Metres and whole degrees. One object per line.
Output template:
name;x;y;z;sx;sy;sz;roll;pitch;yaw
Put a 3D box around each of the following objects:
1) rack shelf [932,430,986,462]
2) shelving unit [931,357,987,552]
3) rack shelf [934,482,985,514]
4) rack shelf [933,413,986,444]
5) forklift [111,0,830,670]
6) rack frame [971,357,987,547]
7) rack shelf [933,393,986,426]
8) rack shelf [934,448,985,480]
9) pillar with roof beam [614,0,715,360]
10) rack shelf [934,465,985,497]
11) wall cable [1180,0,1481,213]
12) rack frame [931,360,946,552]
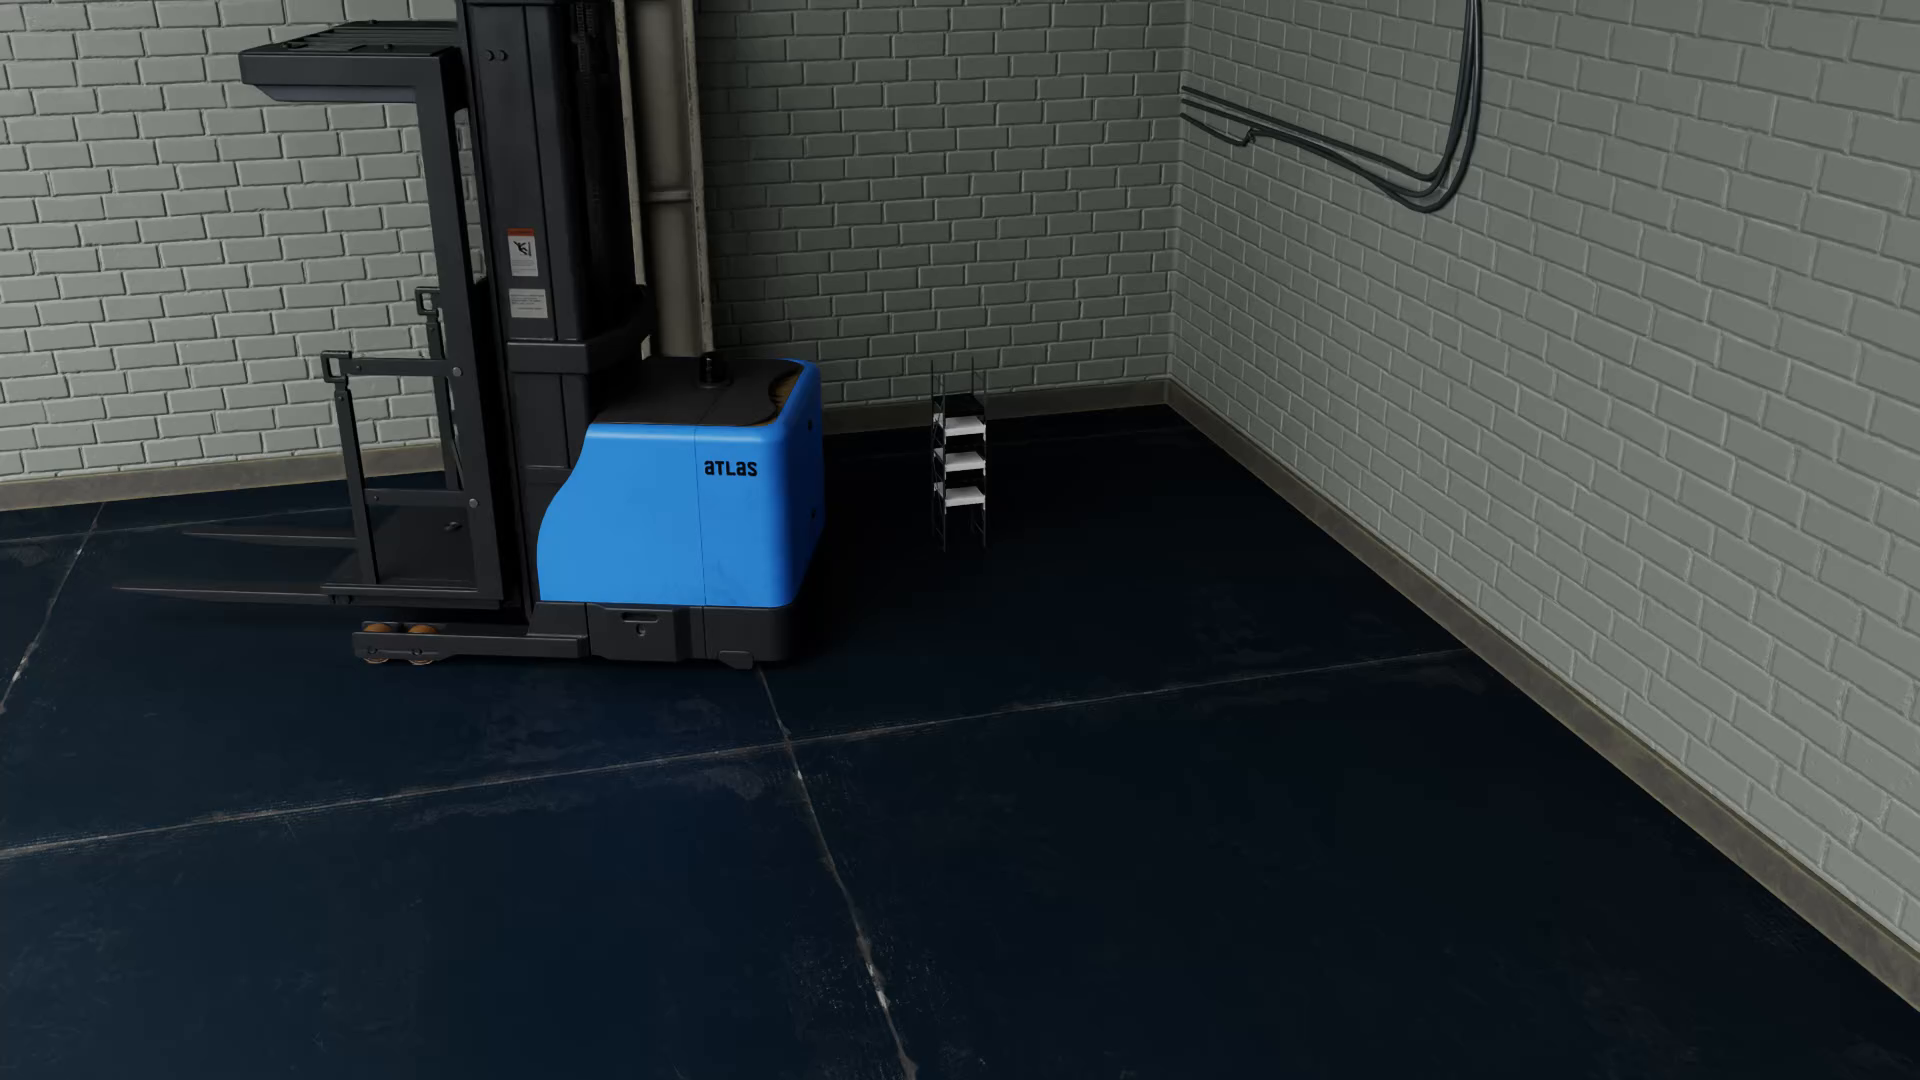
rack shelf;-0.008;-0.465;8.048;0.200;0.077;0.258;-6;24;-14
shelving unit;-0.008;-0.413;8.071;0.210;0.900;0.258;-6;24;-14
rack shelf;-0.008;-0.217;8.155;0.200;0.077;0.258;-6;24;-14
rack shelf;-0.008;-0.547;8.013;0.200;0.077;0.258;-6;24;-14
forklift;-2.148;-1.024;6.919;3.031;2.935;1.130;2;23;4
rack frame;0.090;-0.424;8.096;0.006;0.900;0.240;-6;24;-14
rack shelf;-0.008;-0.630;7.977;0.200;0.077;0.258;-6;24;-14
rack shelf;-0.008;-0.382;8.084;0.200;0.077;0.258;-6;24;-14
pillar with roof beam;-0.400;-2.977;3.775;0.400;9.000;9.100;-6;24;-14
rack shelf;-0.008;-0.299;8.119;0.200;0.077;0.258;-6;24;-14
wall cable;1.631;-2.996;7.758;0.112;2.526;3.097;-6;24;-14
rack frame;-0.106;-0.402;8.045;0.006;0.900;0.240;-6;24;-14
